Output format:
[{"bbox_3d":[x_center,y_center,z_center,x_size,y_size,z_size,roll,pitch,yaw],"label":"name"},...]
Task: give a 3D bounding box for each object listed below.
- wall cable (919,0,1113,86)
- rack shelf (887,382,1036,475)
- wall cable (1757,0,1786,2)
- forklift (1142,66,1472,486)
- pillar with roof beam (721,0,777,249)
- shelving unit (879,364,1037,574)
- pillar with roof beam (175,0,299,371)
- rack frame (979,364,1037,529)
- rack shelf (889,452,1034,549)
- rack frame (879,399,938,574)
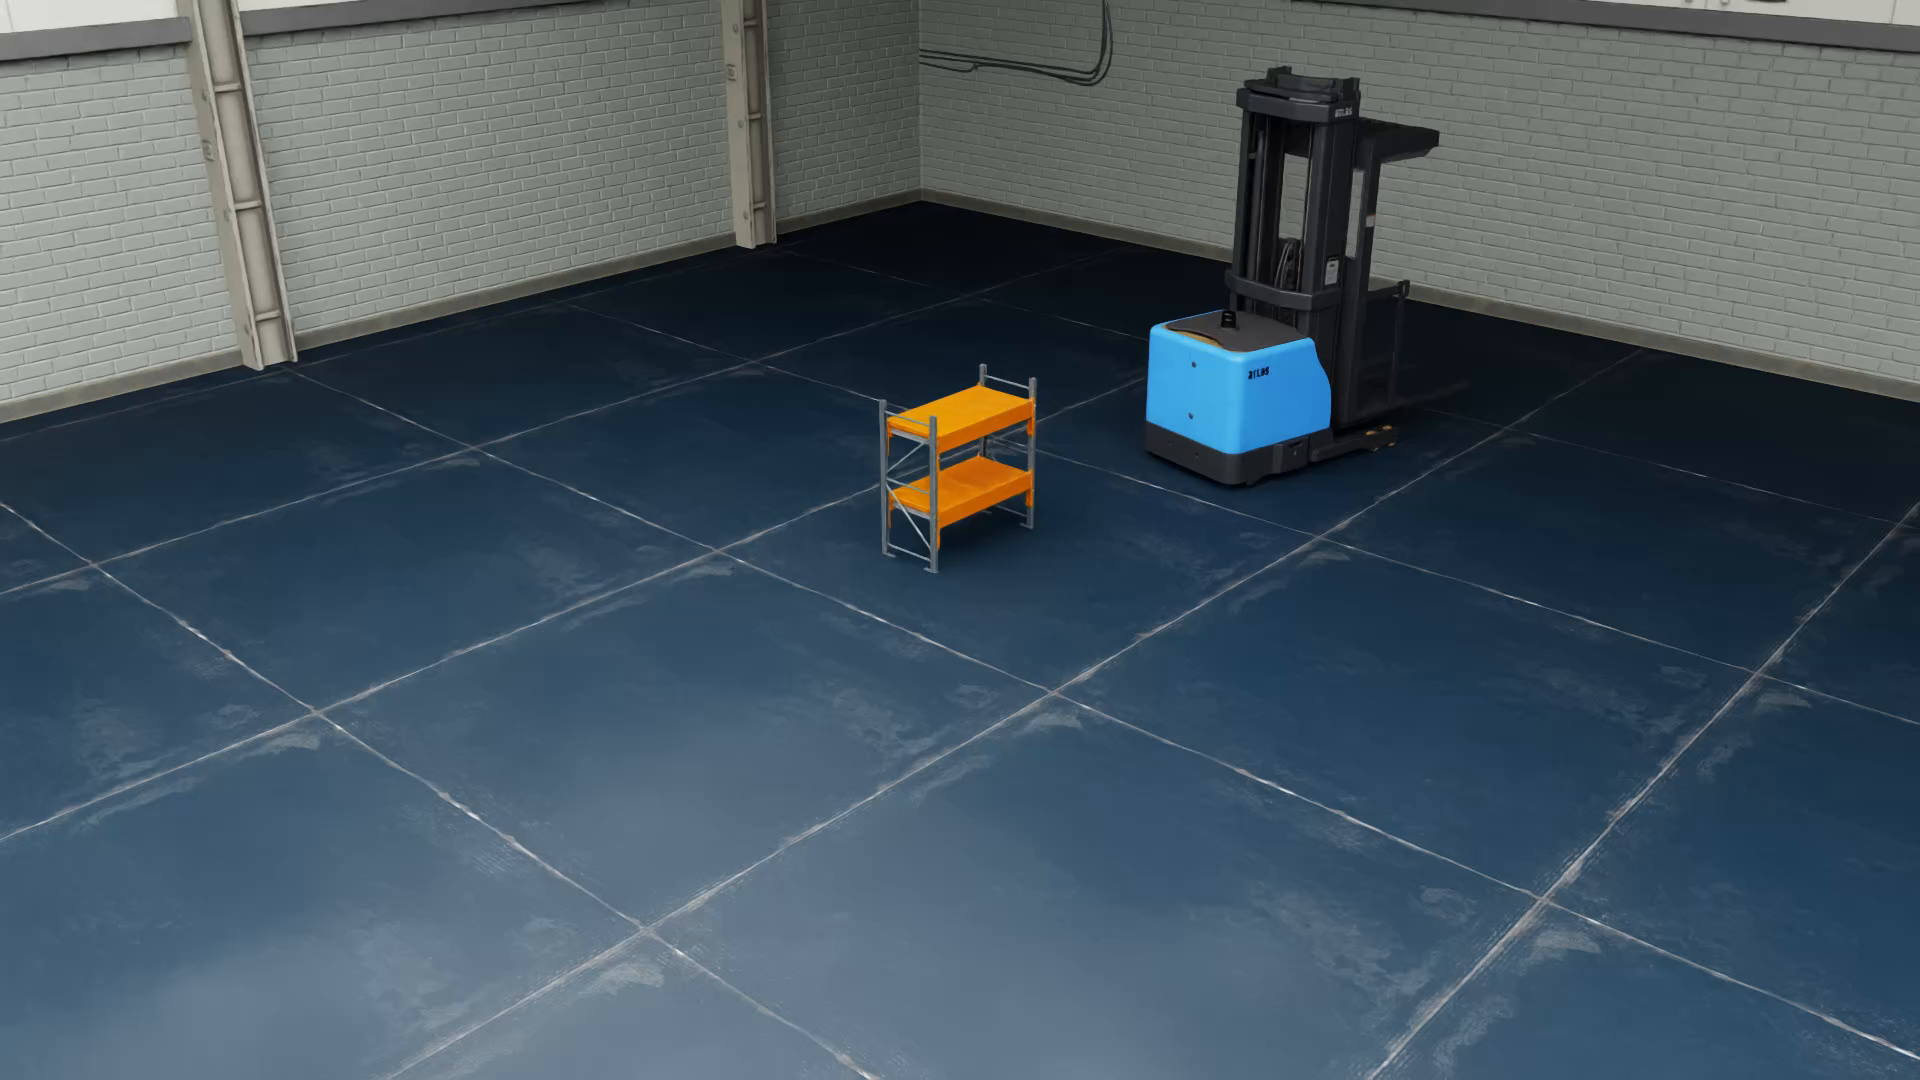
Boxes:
[{"bbox_3d":[0.558,-6.703,19.496,3.097,2.526,0.112,20,31,38],"label":"wall cable"},{"bbox_3d":[-0.005,-0.778,11.396,0.538,0.278,1.000,20,31,38],"label":"rack shelf"},{"bbox_3d":[7.617,-7.075,12.373,2.305,6.003,0.169,20,31,38],"label":"wall cable"},{"bbox_3d":[2.943,-2.207,13.090,3.031,2.935,1.130,-16,29,-32],"label":"forklift"},{"bbox_3d":[0.813,-6.408,15.043,9.100,9.000,0.400,20,31,38],"label":"pillar with roof beam"},{"bbox_3d":[-0.005,-0.511,11.515,0.538,1.125,1.048,20,31,38],"label":"shelving unit"},{"bbox_3d":[-3.192,-4.580,10.966,9.100,9.000,0.400,20,31,38],"label":"pillar with roof beam"},{"bbox_3d":[0.335,-0.666,11.861,0.500,1.125,0.032,20,31,38],"label":"rack frame"},{"bbox_3d":[-0.005,-0.288,11.615,0.538,0.278,1.000,20,31,38],"label":"rack shelf"},{"bbox_3d":[-0.344,-0.356,11.170,0.500,1.125,0.032,20,31,38],"label":"rack frame"}]
